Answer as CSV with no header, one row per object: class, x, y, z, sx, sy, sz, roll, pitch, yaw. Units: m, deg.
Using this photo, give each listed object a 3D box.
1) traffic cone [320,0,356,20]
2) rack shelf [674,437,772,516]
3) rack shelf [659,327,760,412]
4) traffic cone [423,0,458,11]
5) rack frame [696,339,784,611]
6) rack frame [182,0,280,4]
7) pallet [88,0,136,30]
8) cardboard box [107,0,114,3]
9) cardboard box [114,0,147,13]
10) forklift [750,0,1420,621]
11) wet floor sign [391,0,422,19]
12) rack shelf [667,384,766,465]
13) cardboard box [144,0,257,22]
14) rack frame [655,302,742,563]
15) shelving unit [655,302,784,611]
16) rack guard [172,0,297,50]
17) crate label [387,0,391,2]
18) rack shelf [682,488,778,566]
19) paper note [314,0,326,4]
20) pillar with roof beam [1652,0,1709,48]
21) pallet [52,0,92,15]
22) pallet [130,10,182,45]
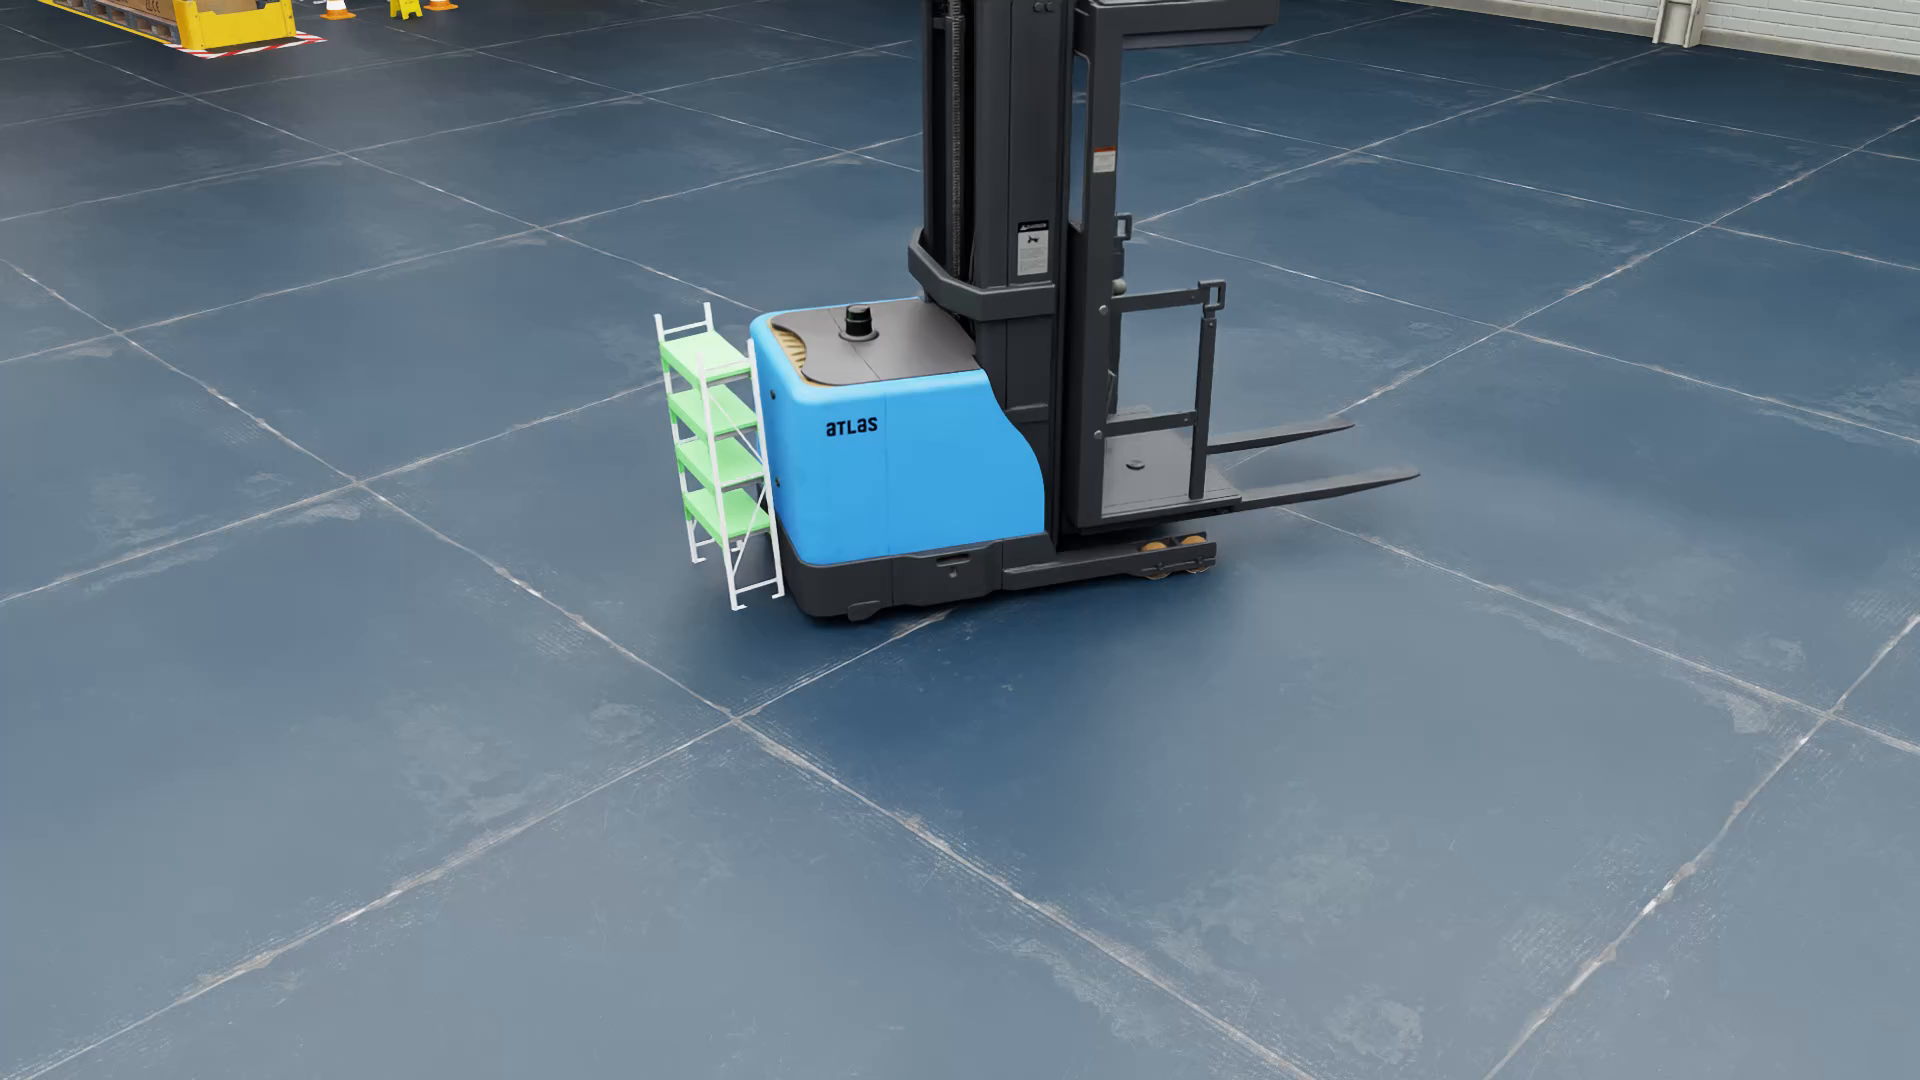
traffic cone,-7.219,-6.282,19.200,0.334,0.463,0.336,25,36,38
rack shelf,-1.019,-0.295,7.144,0.258,0.148,0.480,-17,32,-23
rack shelf,-1.044,-0.713,6.909,0.258,0.148,0.480,-17,32,-23
traffic cone,-6.185,-6.546,19.702,0.334,0.463,0.336,25,36,38
rack frame,-0.907,-0.251,6.922,0.240,1.200,0.015,-17,32,-23
rack frame,-7.836,-6.760,17.384,0.127,3.000,1.000,25,36,38
pallet,-9.327,-6.159,19.237,1.213,0.211,1.003,25,36,38
cardboard box,-9.644,-6.790,19.271,0.875,0.875,0.875,25,37,39
cardboard box,-8.995,-6.492,18.704,0.875,0.875,0.875,24,36,38
forklift,0.636,-1.345,7.158,3.031,2.935,1.130,-8,29,-16
wet floor sign,-6.427,-6.366,19.164,0.232,0.644,0.267,18,33,30
rack shelf,-1.032,-0.504,7.026,0.258,0.148,0.480,-17,32,-23
cardboard box,-8.366,-6.205,18.160,0.875,0.875,0.875,25,37,39
rack frame,-1.138,-0.451,7.303,0.240,1.200,0.015,-17,32,-23
shelving unit,-1.022,-0.351,7.112,0.258,1.200,0.503,-17,32,-23
rack guard,-7.819,-5.646,17.951,0.348,0.500,1.175,25,36,38
crate label,-6.789,-6.638,20.227,0.298,0.136,0.250,7,29,13
rack shelf,-1.006,-0.087,7.261,0.258,0.148,0.480,-17,32,-23
paper note,-7.734,-6.507,20.094,0.144,0.017,0.142,-13,30,-22
pillar with roof beam,4.713,-7.922,13.147,0.400,9.000,9.100,25,36,38
pallet,-10.201,-6.557,19.994,1.213,0.211,1.003,25,36,38
pallet,-8.461,-5.761,18.480,1.213,0.211,1.003,25,36,38
